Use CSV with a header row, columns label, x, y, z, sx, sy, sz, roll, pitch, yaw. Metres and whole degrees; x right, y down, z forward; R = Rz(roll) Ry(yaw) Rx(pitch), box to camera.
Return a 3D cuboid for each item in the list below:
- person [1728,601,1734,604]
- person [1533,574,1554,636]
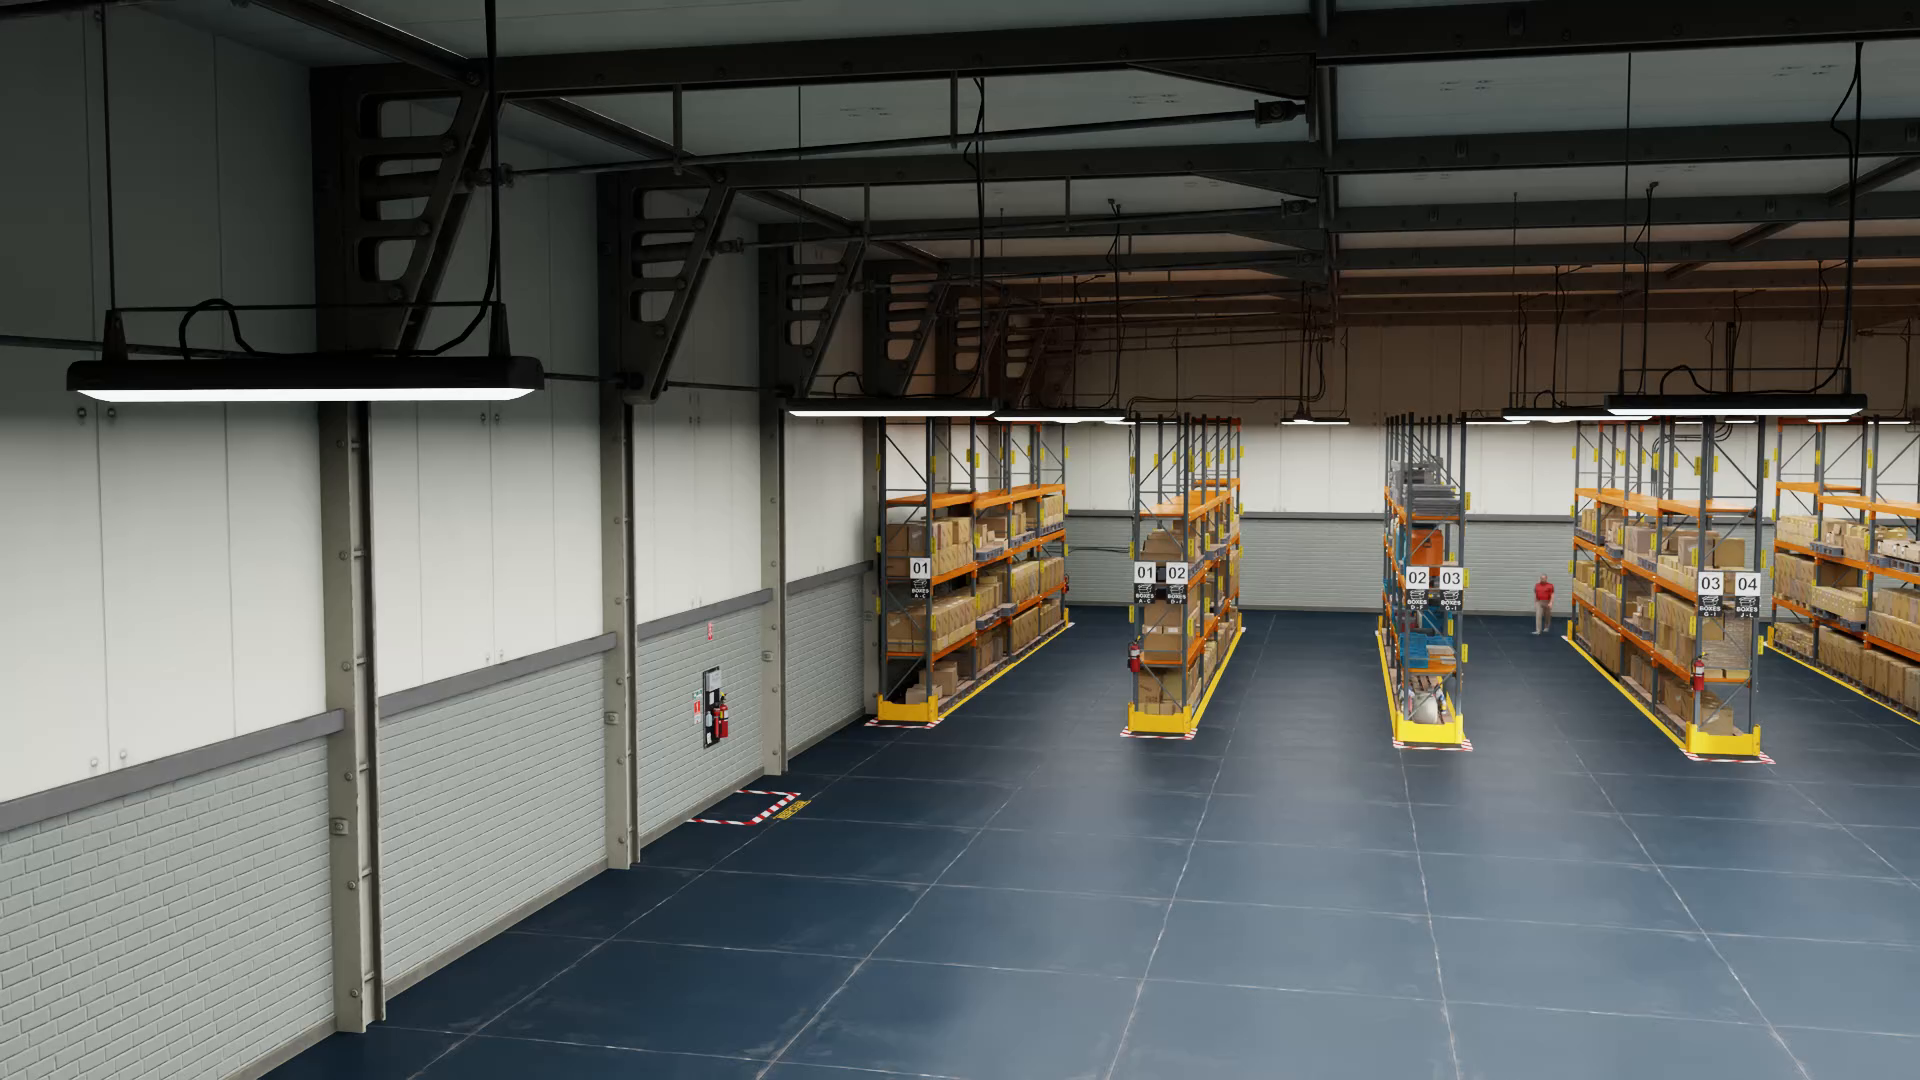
label,x,y,z,sx,sy,sz,roll,pitch,yaw
person,20.120,1.982,43.696,0.420,1.614,0.595,2,4,31
person,16.096,1.777,45.882,0.529,1.686,1.051,1,4,17
